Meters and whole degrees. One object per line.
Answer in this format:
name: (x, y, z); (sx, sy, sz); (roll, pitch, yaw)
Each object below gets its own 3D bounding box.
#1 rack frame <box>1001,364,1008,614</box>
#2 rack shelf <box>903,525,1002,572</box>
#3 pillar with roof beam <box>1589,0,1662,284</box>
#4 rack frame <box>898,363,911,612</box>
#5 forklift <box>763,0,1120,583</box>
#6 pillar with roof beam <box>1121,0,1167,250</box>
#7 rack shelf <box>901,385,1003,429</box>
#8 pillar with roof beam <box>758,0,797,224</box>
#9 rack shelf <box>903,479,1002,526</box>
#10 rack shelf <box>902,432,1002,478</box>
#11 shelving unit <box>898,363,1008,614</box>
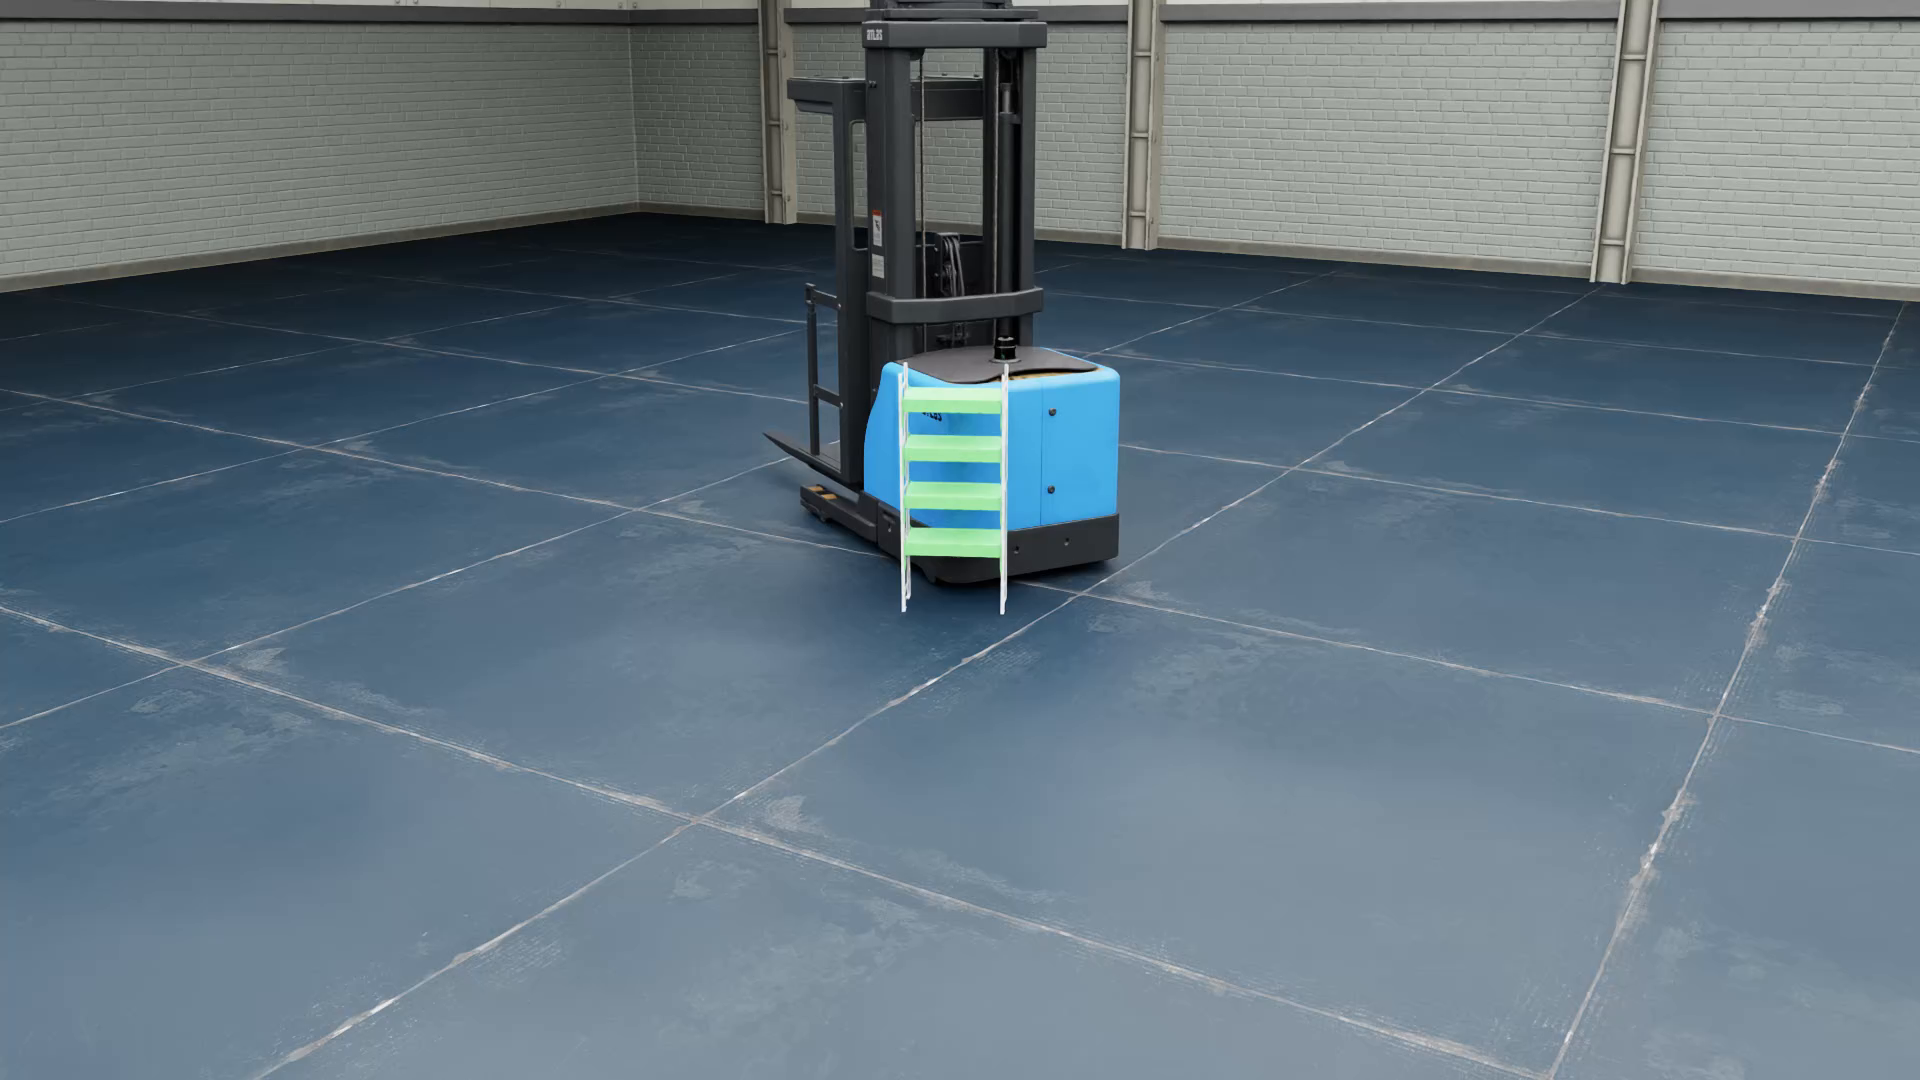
rack frame: (0.216, -0.240, 8.090); (0.015, 1.200, 0.240); (1, 19, 5)
rack shelf: (-0.026, 0.041, 8.209); (0.480, 0.148, 0.258); (1, 19, 5)
pillar with roof beam: (5.263, -6.229, 14.406); (0.400, 9.000, 9.100); (10, 20, 30)
rack frame: (-0.270, -0.252, 8.130); (0.015, 1.200, 0.240); (1, 19, 5)
forklift: (-0.293, -1.562, 9.481); (1.130, 2.935, 3.031); (-9, 19, -27)
pillar with roof beam: (0.150, -7.142, 17.410); (0.400, 9.000, 9.100); (10, 20, 30)
rack shelf: (-0.029, -0.639, 7.974); (0.480, 0.148, 0.258); (1, 19, 5)
pillar with roof beam: (-4.963, -8.055, 20.415); (0.400, 9.000, 9.100); (10, 20, 30)
rack shelf: (-0.027, -0.186, 8.131); (0.480, 0.148, 0.258); (1, 19, 5)
rack shelf: (-0.028, -0.413, 8.052); (0.480, 0.148, 0.258); (1, 19, 5)
shelving unit: (-0.027, -0.246, 8.110); (0.503, 1.200, 0.258); (1, 19, 5)
